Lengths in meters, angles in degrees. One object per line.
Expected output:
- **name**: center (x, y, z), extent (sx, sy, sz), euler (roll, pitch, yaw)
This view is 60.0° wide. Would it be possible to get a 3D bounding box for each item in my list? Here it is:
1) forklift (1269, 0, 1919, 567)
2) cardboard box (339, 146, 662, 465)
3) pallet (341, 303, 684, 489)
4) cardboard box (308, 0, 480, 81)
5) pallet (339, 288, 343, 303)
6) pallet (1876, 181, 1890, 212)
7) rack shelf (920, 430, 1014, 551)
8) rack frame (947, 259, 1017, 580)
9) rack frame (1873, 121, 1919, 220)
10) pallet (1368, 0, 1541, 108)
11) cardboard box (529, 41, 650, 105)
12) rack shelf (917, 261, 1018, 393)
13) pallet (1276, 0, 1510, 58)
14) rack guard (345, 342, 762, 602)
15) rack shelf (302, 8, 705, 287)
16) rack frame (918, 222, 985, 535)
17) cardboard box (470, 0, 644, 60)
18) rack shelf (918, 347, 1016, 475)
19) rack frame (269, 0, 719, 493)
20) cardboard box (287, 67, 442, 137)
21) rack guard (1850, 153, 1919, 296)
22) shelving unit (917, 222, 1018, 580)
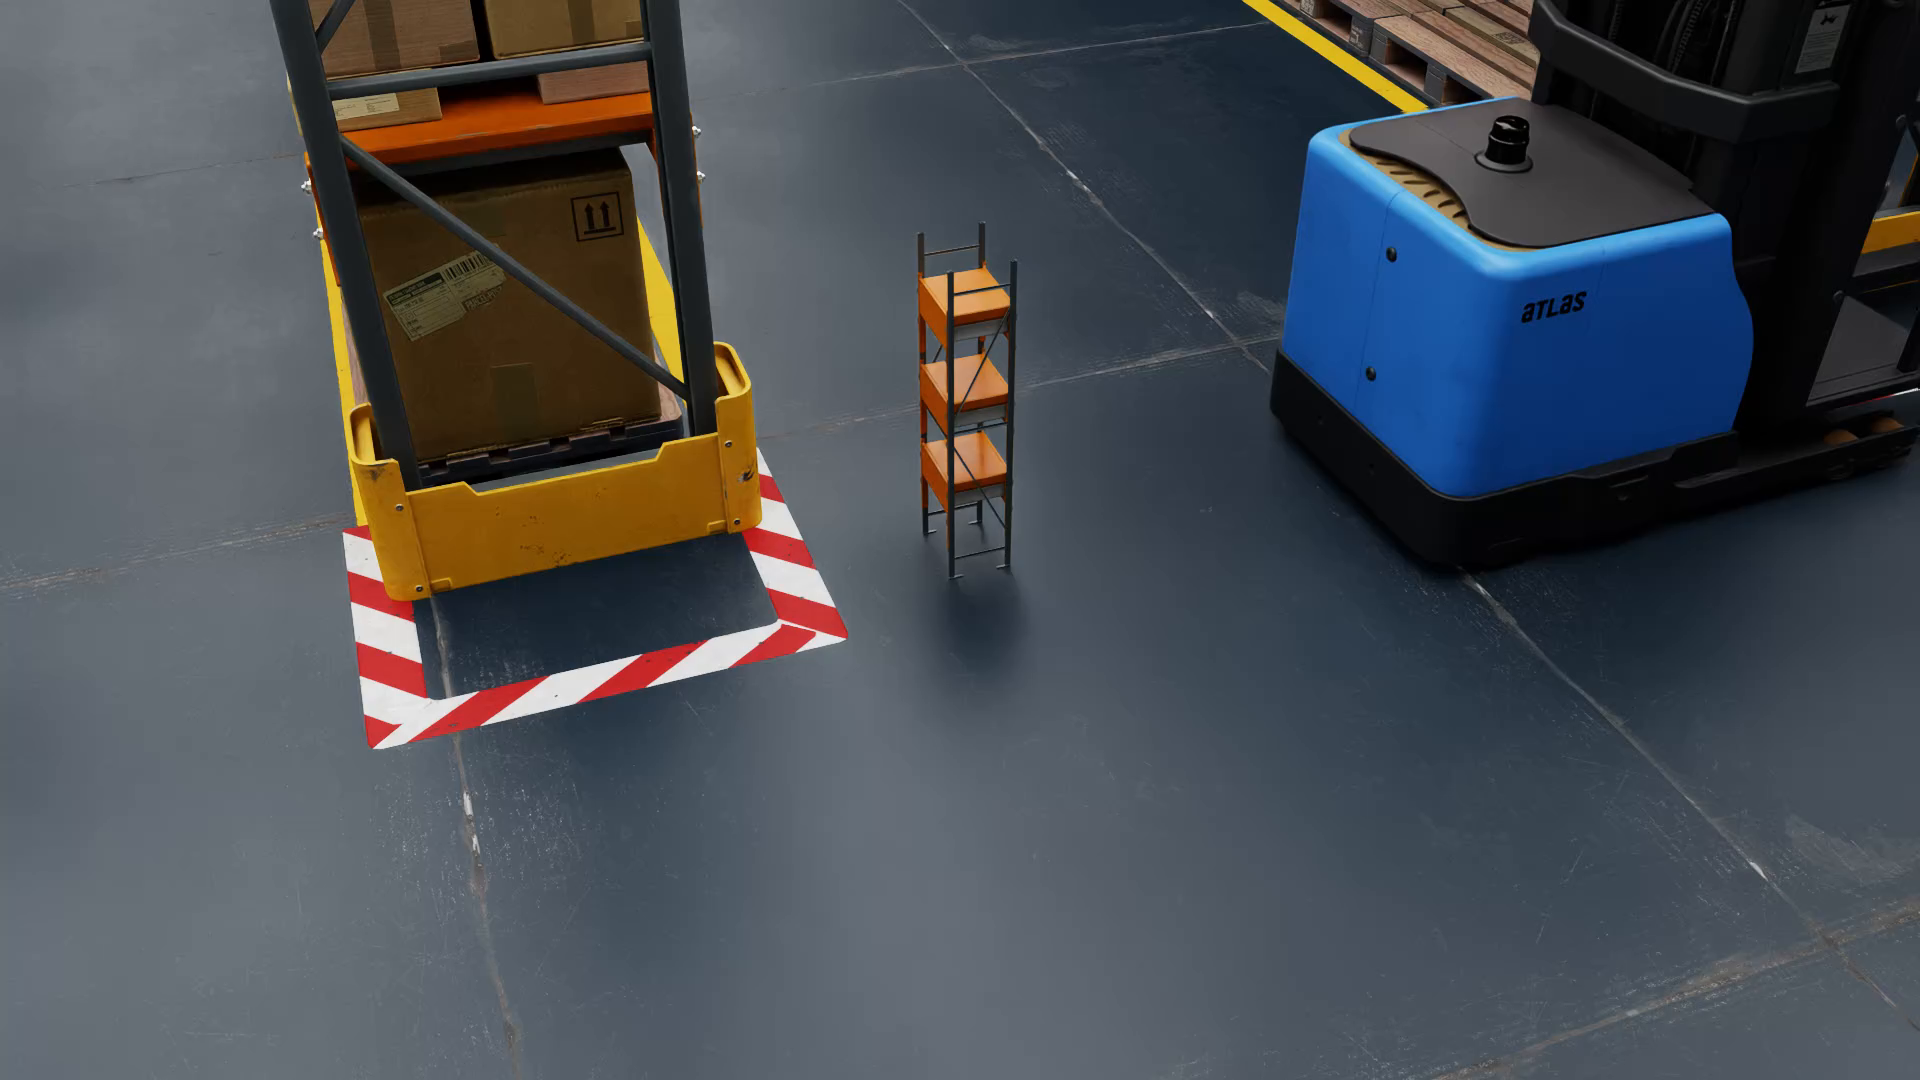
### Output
- **forklift**: center (2.636, -1.651, 5.005), extent (3.031, 2.935, 1.130), euler (-14, 39, -17)
- **cardboard box**: center (-1.528, -0.896, 5.364), extent (0.875, 0.875, 0.875), euler (-12, 39, -16)
- **pallet**: center (-1.581, -0.554, 5.810), extent (1.003, 0.211, 1.213), euler (-12, 39, -16)
- **cardboard box**: center (-1.648, -1.510, 4.639), extent (0.500, 0.250, 0.500), euler (-13, 39, -17)
- **pallet**: center (-1.997, -1.242, 6.723), extent (1.003, 0.211, 1.213), euler (-12, 39, -16)
- **pallet**: center (3.171, -1.618, 7.222), extent (1.003, 0.211, 1.213), euler (-12, 39, -16)
- **rack shelf**: center (0.018, -0.159, 5.068), extent (0.215, 0.259, 0.240), euler (-12, 39, -16)
- **rack frame**: center (0.060, -0.320, 4.802), extent (0.200, 1.050, 0.008), euler (-12, 39, -16)
- **rack frame**: center (3.418, -2.258, 5.754), extent (1.000, 3.000, 0.127), euler (-12, 39, -16)
- **pallet**: center (2.755, -2.306, 8.136), extent (1.003, 0.211, 1.213), euler (-12, 39, -16)
- **cardboard box**: center (-1.045, -1.401, 4.825), extent (0.380, 0.149, 0.250), euler (-12, 39, -15)
- **rack shelf**: center (0.018, -0.607, 4.730), extent (0.215, 0.259, 0.240), euler (-12, 39, -16)
- **pallet**: center (2.331, -2.996, 9.052), extent (1.003, 0.211, 1.213), euler (-12, 39, -16)
- **rack guard**: center (-1.224, -0.220, 5.127), extent (1.175, 0.500, 0.348), euler (-12, 39, -16)
- **rack shelf**: center (-1.921, -2.075, 6.109), extent (1.077, 0.370, 4.000), euler (-12, 39, -16)
- **rack frame**: center (-0.024, -0.458, 4.985), extent (0.200, 1.050, 0.008), euler (-12, 39, -16)
- **cardboard box**: center (-1.144, -1.618, 4.783), extent (0.500, 0.250, 0.500), euler (-13, 39, -17)
- **rack shelf**: center (0.018, -0.381, 4.900), extent (0.215, 0.259, 0.240), euler (-12, 39, -16)
- **rack frame**: center (-1.232, -1.232, 4.393), extent (1.000, 3.000, 0.127), euler (-12, 39, -16)
- **cardboard box**: center (-1.664, -1.265, 4.645), extent (0.380, 0.149, 0.250), euler (-12, 39, -15)
- **rack guard**: center (3.439, -1.248, 6.492), extent (1.175, 0.500, 0.348), euler (-12, 39, -16)
- **shelving unit**: center (0.018, -0.389, 4.894), extent (0.215, 1.050, 0.252), euler (-12, 39, -16)
